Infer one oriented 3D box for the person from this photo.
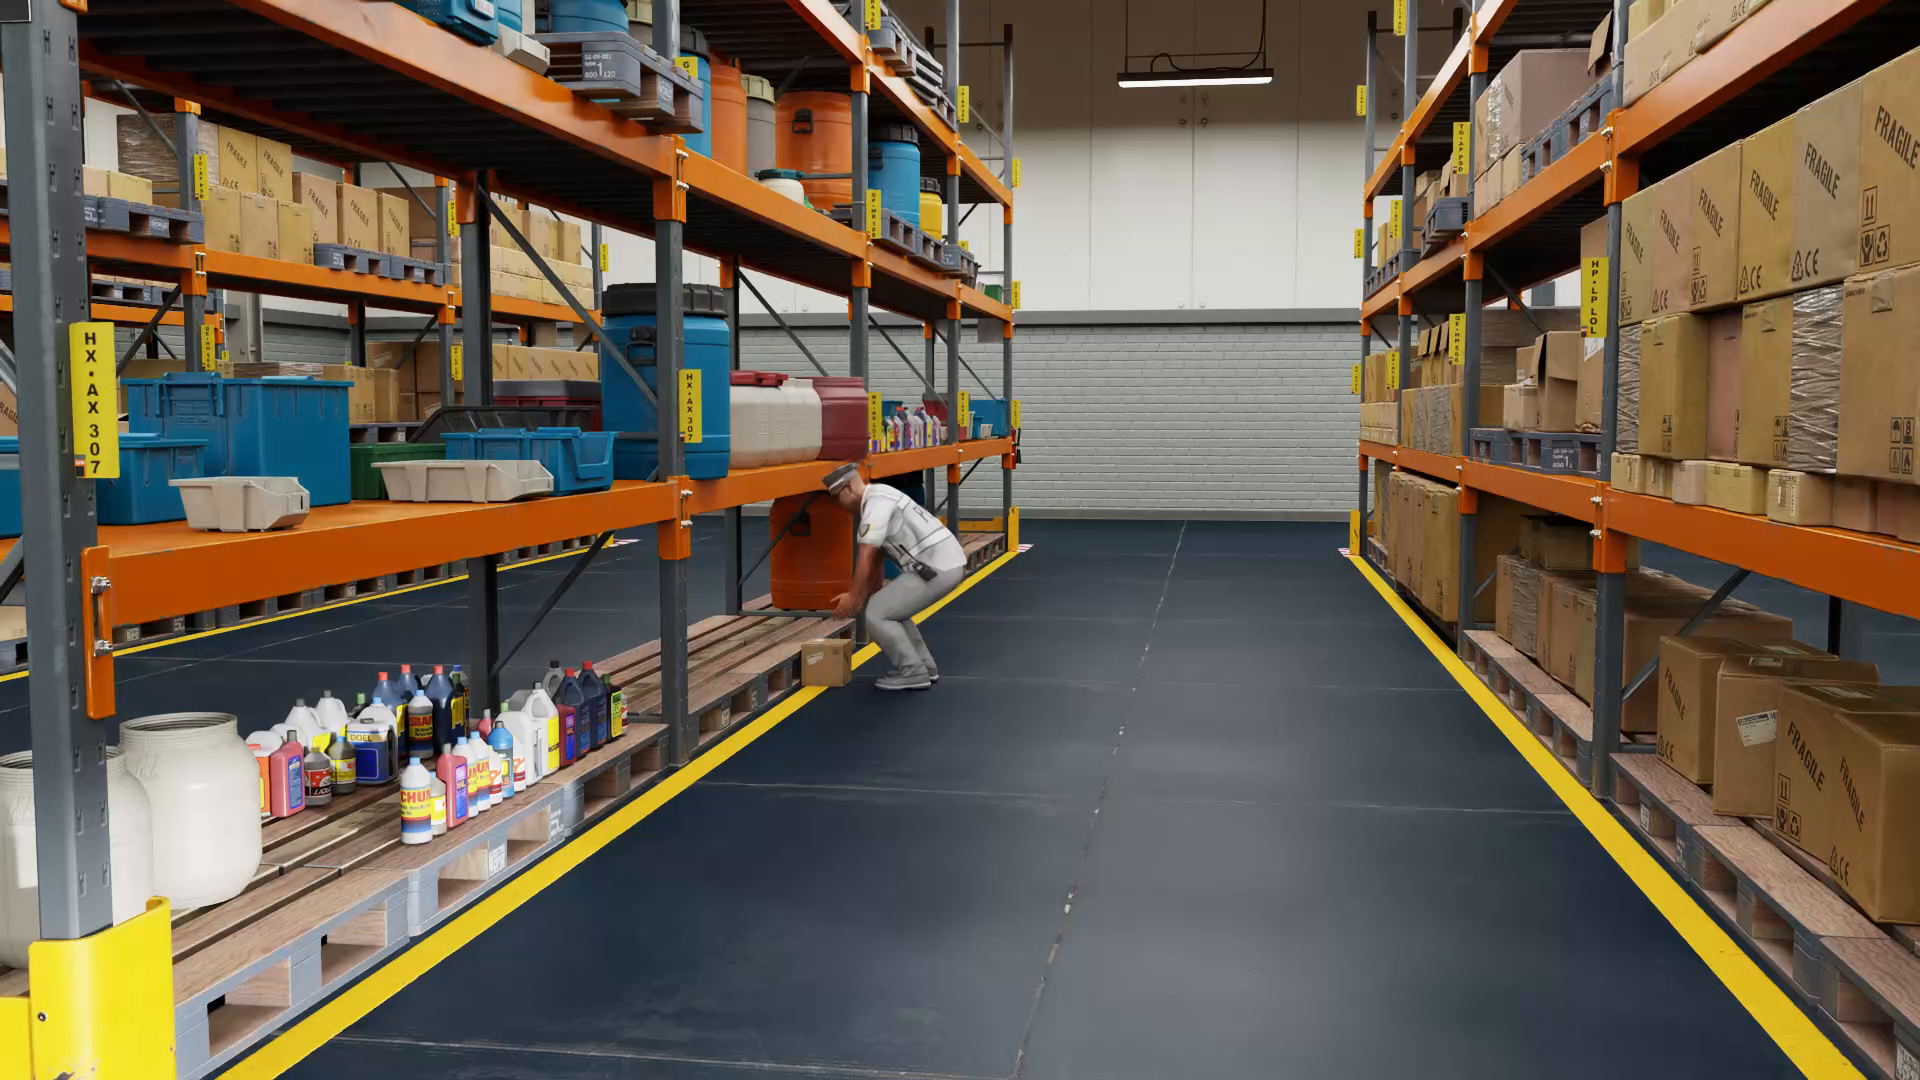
[{"bbox_3d":[-0.395,0.208,9.764,0.855,1.317,0.588,1,4,9],"label":"person"}]
